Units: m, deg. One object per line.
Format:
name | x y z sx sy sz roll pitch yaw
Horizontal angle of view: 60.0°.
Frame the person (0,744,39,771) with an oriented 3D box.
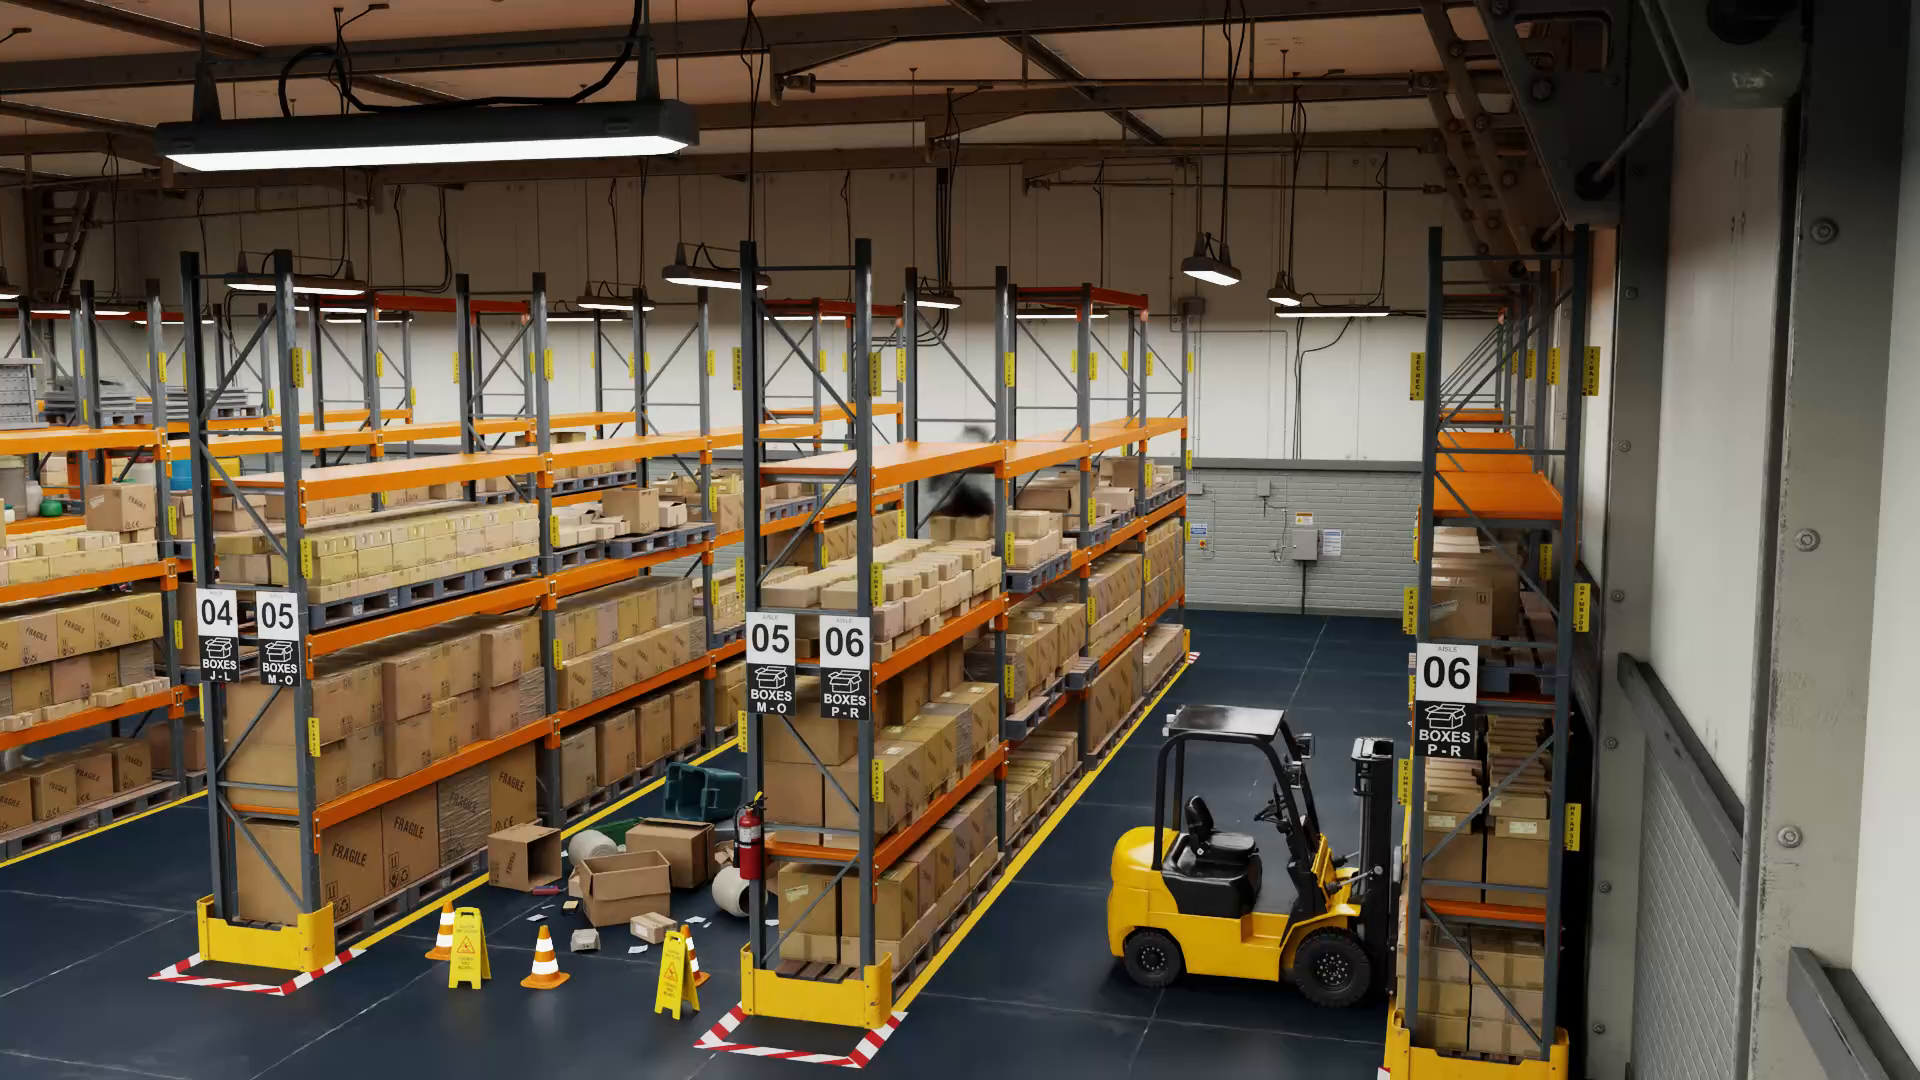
person | -10.957 2.132 19.338 0.660 1.755 0.772 1 6 8
